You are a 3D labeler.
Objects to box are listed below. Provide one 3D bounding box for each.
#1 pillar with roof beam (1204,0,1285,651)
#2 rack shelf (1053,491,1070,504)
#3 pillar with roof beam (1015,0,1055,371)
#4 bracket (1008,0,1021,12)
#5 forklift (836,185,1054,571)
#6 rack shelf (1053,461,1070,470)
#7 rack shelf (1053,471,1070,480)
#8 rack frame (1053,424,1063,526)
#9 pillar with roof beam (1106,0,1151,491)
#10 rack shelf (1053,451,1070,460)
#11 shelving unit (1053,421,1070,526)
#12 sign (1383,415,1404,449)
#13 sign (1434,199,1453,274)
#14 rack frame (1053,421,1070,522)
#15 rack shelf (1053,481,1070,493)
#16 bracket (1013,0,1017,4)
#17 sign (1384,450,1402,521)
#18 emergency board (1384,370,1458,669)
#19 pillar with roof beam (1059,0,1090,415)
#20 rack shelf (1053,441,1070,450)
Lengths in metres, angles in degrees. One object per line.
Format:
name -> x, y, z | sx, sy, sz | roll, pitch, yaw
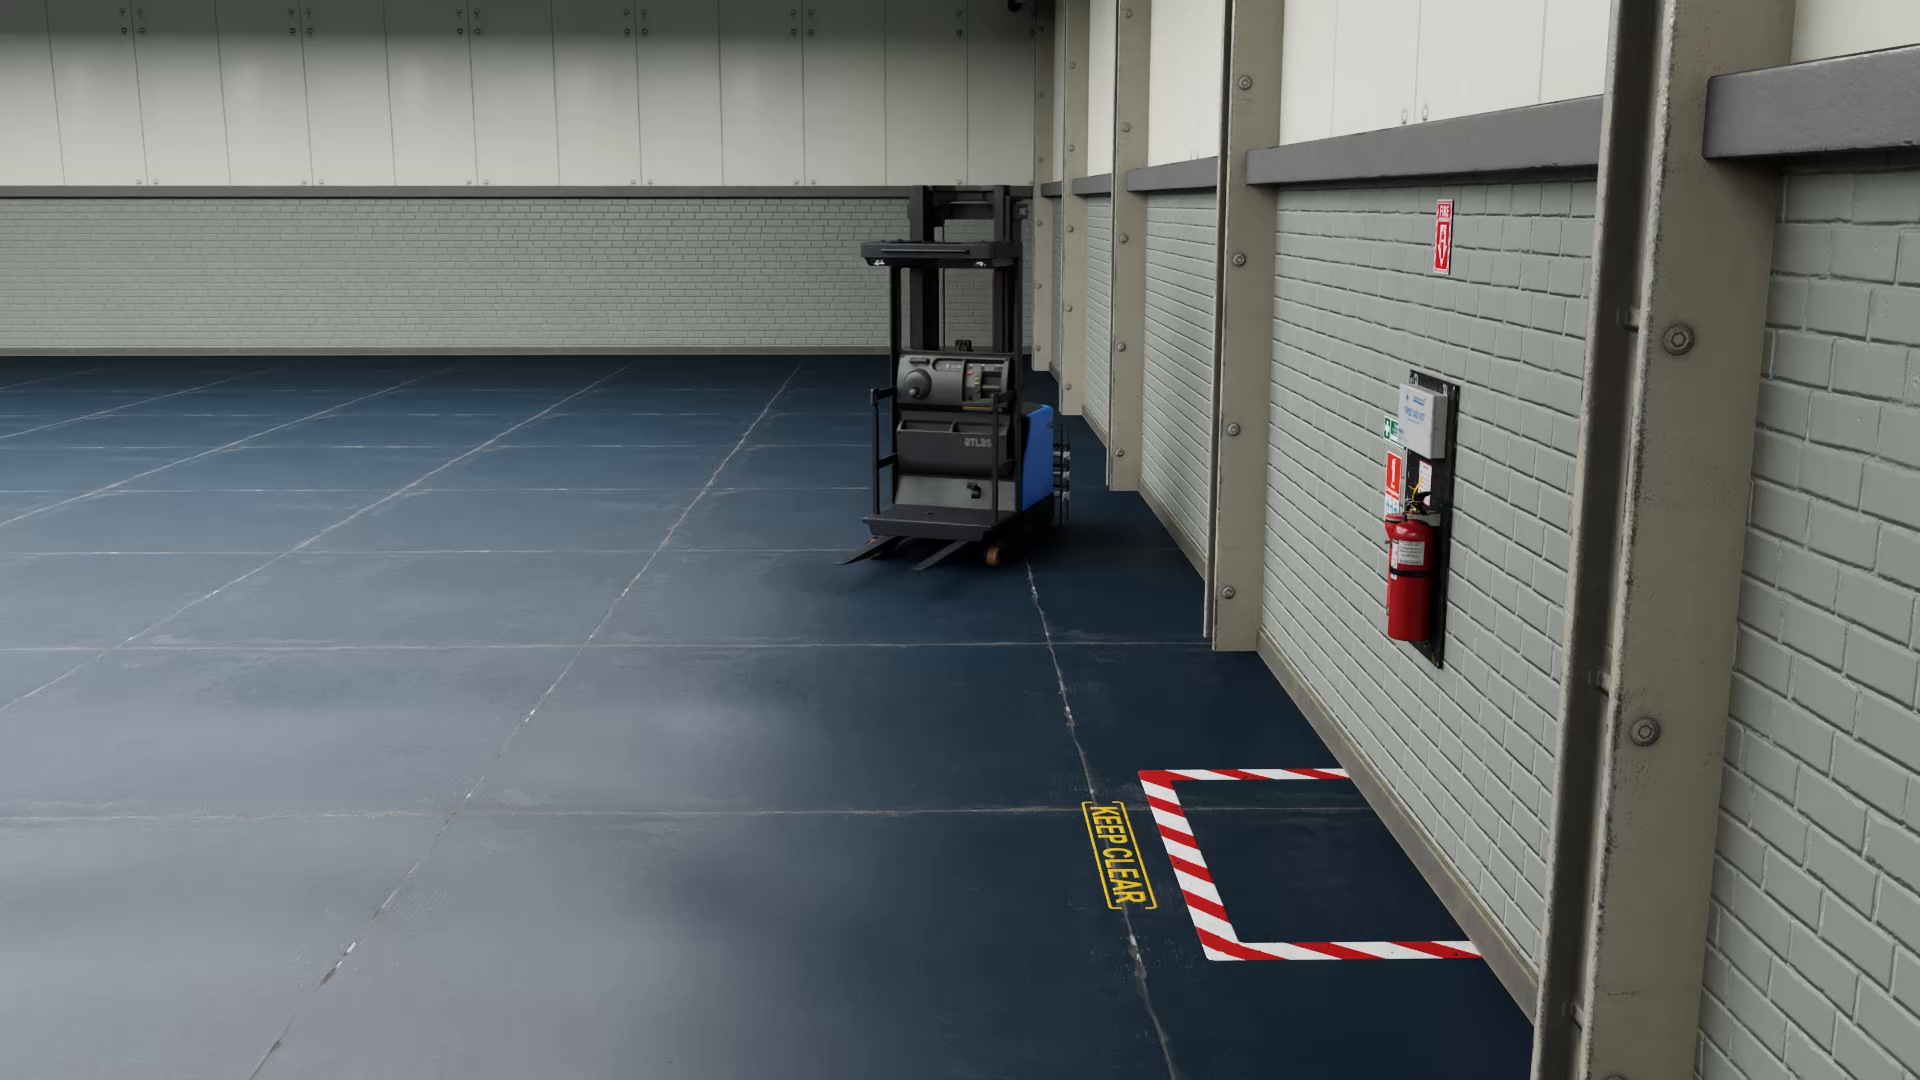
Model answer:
pillar with roof beam -> -2.540, -3.726, 9.793 | 9.100, 9.000, 0.400 | 0, 11, -1
rack shelf -> 0.823, -0.386, 14.770 | 0.258, 0.077, 0.200 | 4, 12, 20
pillar with roof beam -> -2.912, -7.304, 27.430 | 9.100, 9.000, 0.548 | 0, 11, -1
bracket -> 0.979, -9.638, 29.881 | 0.235, 0.232, 0.430 | 0, 11, -1
forklift -> -0.117, -1.311, 13.150 | 1.130, 2.935, 3.031 | 4, 12, 18
rack shelf -> 0.823, -0.650, 14.716 | 0.258, 0.077, 0.200 | 4, 12, 20
rack shelf -> 0.823, -0.562, 14.734 | 0.258, 0.077, 0.200 | 4, 12, 20
rack frame -> 0.788, -0.576, 14.634 | 0.240, 0.900, 0.006 | 4, 12, 20
pillar with roof beam -> -2.664, -4.919, 15.672 | 9.100, 9.000, 0.400 | 0, 11, -1
rack shelf -> 0.823, -0.738, 14.698 | 0.258, 0.077, 0.200 | 4, 12, 20
shelving unit -> 0.823, -0.595, 14.727 | 0.258, 0.900, 0.210 | 4, 12, 20
sign -> 1.958, -0.489, 7.503 | 0.001, 0.109, 0.331 | 0, 11, -1
sign -> 1.974, -1.241, 6.799 | 0.001, 0.298, 0.199 | 0, 11, -1
rack frame -> 0.858, -0.614, 14.821 | 0.240, 0.900, 0.006 | 4, 12, 20
rack shelf -> 0.823, -0.474, 14.752 | 0.258, 0.077, 0.200 | 4, 12, 20
bracket -> 0.992, -9.521, 29.302 | 0.076, 0.066, 3.189 | 0, 11, -1
sign -> 1.967, -0.230, 7.560 | 0.001, 0.329, 0.234 | 0, 11, -1
emergency board -> 1.875, -0.102, 7.020 | 0.194, 1.169, 0.643 | 0, 11, -1
pillar with roof beam -> -2.788, -6.112, 21.551 | 9.100, 9.000, 0.400 | 0, 11, -1
rack shelf -> 0.823, -0.827, 14.680 | 0.258, 0.077, 0.200 | 4, 12, 20
